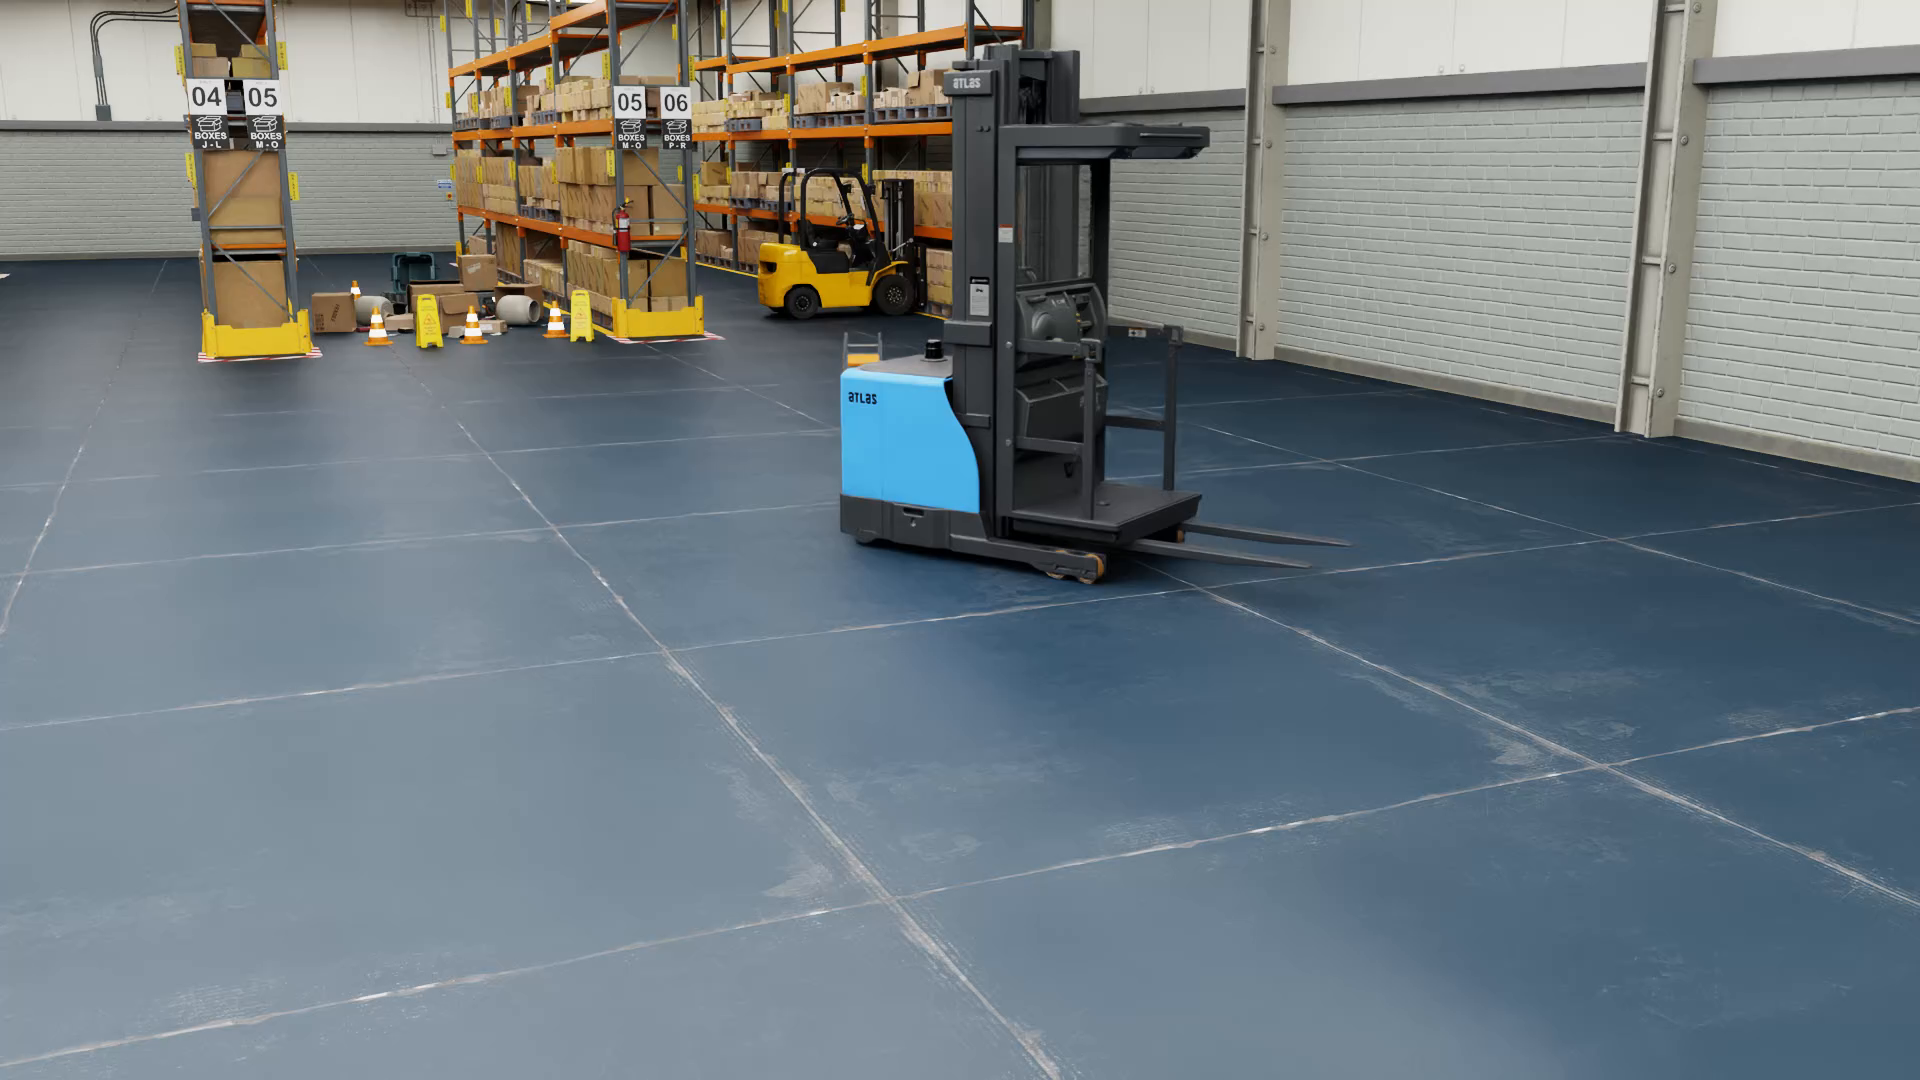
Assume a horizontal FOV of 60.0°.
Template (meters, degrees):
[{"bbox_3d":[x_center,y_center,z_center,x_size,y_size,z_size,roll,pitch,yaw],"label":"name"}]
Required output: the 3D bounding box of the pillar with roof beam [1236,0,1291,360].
[{"bbox_3d":[-0.437,-6.158,17.018,9.100,9.000,0.400,-6,14,-23],"label":"pillar with roof beam"}]

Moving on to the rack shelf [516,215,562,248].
[{"bbox_3d":[-6.393,-5.078,27.254,1.077,0.370,4.000,-6,14,-23],"label":"rack shelf"}]

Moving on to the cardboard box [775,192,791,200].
[{"bbox_3d":[-3.262,-6.474,31.316,0.380,0.149,0.250,-5,14,-22],"label":"cardboard box"}]

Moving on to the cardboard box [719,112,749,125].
[{"bbox_3d":[-4.673,-8.728,34.447,0.500,0.250,0.500,-6,14,-23],"label":"cardboard box"}]

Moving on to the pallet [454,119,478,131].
[{"bbox_3d":[-10.092,-8.760,35.113,1.003,0.211,1.213,-6,14,-23],"label":"pallet"}]

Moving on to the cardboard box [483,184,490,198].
[{"bbox_3d":[-8.879,-6.722,31.986,0.500,0.250,0.500,-6,14,-25],"label":"cardboard box"}]

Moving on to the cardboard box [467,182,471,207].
[{"bbox_3d":[-9.838,-7.107,34.205,0.500,0.500,0.500,-5,14,-21],"label":"cardboard box"}]

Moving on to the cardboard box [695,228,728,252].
[{"bbox_3d":[-5.694,-6.797,37.691,0.797,0.503,0.637,-6,14,-25],"label":"cardboard box"}]

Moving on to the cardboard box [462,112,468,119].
[{"bbox_3d":[-10.174,-8.841,34.670,0.380,0.149,0.250,-5,14,-21],"label":"cardboard box"}]

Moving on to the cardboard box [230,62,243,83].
[{"bbox_3d":[-8.647,-5.735,20.365,0.500,0.250,0.500,-6,14,-24],"label":"cardboard box"}]

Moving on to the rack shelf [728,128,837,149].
[{"bbox_3d":[-3.449,-7.815,32.427,1.077,0.370,4.000,-6,14,-23],"label":"rack shelf"}]

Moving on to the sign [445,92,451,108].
[{"bbox_3d":[-10.910,-9.371,35.442,0.100,0.325,0.005,-6,14,-23],"label":"sign"}]

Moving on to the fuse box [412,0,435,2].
[{"bbox_3d":[-12.900,-13.111,39.964,0.513,0.334,0.176,-6,14,-23],"label":"fuse box"}]

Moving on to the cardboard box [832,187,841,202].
[{"bbox_3d":[-1.889,-5.925,28.542,0.500,0.250,0.500,-5,14,-22],"label":"cardboard box"}]

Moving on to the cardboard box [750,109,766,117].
[{"bbox_3d":[-3.856,-8.297,32.316,0.380,0.149,0.250,-5,14,-22],"label":"cardboard box"}]

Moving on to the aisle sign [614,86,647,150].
[{"bbox_3d":[-4.231,-5.416,21.355,0.394,0.787,0.004,-6,14,-23],"label":"aisle sign"}]

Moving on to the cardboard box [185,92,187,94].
[{"bbox_3d":[-9.132,-5.456,20.045,0.380,0.149,0.250,-5,14,-22],"label":"cardboard box"}]

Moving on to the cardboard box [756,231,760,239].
[{"bbox_3d":[-3.867,-6.109,33.288,0.380,0.149,0.250,-6,14,-23],"label":"cardboard box"}]

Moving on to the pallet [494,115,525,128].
[{"bbox_3d":[-7.501,-7.339,29.195,1.213,0.211,1.003,-5,14,-20],"label":"pallet"}]

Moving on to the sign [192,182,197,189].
[{"bbox_3d":[-10.580,-5.022,23.023,0.100,0.325,0.005,-6,14,-23],"label":"sign"}]

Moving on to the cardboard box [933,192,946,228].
[{"bbox_3d":[-0.080,-4.873,24.549,0.500,0.500,0.500,-5,14,-21],"label":"cardboard box"}]

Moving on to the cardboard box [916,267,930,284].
[{"bbox_3d":[-0.342,-4.028,25.180,0.500,0.250,0.500,-6,14,-24],"label":"cardboard box"}]

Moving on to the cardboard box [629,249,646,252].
[{"bbox_3d":[-4.904,-4.043,24.689,0.500,0.500,0.500,-5,14,-22],"label":"cardboard box"}]

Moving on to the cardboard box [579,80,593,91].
[{"bbox_3d":[-5.041,-6.273,22.959,0.380,0.149,0.250,-5,14,-22],"label":"cardboard box"}]

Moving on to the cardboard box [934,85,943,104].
[{"bbox_3d":[-0.155,-6.483,24.223,0.396,0.266,0.258,-6,14,-23],"label":"cardboard box"}]

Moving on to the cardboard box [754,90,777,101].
[{"bbox_3d":[-3.928,-8.948,33.551,0.396,0.266,0.258,-6,14,-23],"label":"cardboard box"}]

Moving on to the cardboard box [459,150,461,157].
[{"bbox_3d":[-10.341,-8.136,34.994,0.380,0.149,0.250,-5,14,-21],"label":"cardboard box"}]

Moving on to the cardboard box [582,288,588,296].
[{"bbox_3d":[-5.164,-3.515,24.073,0.500,0.250,0.500,-6,14,-24],"label":"cardboard box"}]

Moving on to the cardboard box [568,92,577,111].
[{"bbox_3d":[-5.263,-6.223,23.624,0.500,0.250,0.500,-5,14,-22],"label":"cardboard box"}]

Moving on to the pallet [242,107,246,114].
[{"bbox_3d":[-10.499,-6.100,23.848,0.805,0.209,1.217,-6,14,-25],"label":"pallet"}]

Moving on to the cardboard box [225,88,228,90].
[{"bbox_3d":[-10.148,-6.208,22.406,0.500,0.250,0.500,-6,14,-23],"label":"cardboard box"}]

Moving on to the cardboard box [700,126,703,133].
[{"bbox_3d":[-5.413,-8.870,35.948,0.380,0.149,0.250,-6,14,-23],"label":"cardboard box"}]

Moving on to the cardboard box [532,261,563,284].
[{"bbox_3d":[-6.674,-4.497,28.043,0.950,0.372,0.625,-6,14,-24],"label":"cardboard box"}]

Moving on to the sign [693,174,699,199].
[{"bbox_3d":[-3.493,-4.660,21.931,0.100,0.325,0.005,-6,14,-23],"label":"sign"}]

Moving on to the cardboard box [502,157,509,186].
[{"bbox_3d":[-7.854,-6.566,29.648,0.500,0.500,0.500,-5,14,-22],"label":"cardboard box"}]

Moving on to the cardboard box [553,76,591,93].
[{"bbox_3d":[-5.941,-6.960,25.430,0.500,0.250,0.500,-5,14,-22],"label":"cardboard box"}]

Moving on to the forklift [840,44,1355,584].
[{"bbox_3d":[0.767,-1.319,9.570,3.031,2.935,1.130,9,16,33],"label":"forklift"}]

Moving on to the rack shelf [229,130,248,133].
[{"bbox_3d":[-10.888,-6.071,24.893,1.077,0.370,4.000,-6,14,-23],"label":"rack shelf"}]

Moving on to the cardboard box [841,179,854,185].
[{"bbox_3d":[-1.782,-6.029,28.107,0.380,0.149,0.250,-6,14,-25],"label":"cardboard box"}]

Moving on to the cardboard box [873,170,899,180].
[{"bbox_3d":[-1.190,-5.881,26.809,0.380,0.149,0.250,-5,14,-22],"label":"cardboard box"}]

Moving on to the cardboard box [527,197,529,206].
[{"bbox_3d":[-7.085,-5.718,28.048,0.380,0.149,0.250,-7,15,-27],"label":"cardboard box"}]

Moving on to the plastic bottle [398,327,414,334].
[{"bbox_3d":[-7.514,-2.836,22.490,0.133,0.061,0.283,-12,18,-42],"label":"plastic bottle"}]

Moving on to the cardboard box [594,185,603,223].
[{"bbox_3d":[-4.656,-4.574,22.597,0.500,0.500,0.500,-6,14,-23],"label":"cardboard box"}]

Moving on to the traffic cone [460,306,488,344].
[{"bbox_3d":[-6.225,-2.755,21.246,0.336,0.463,0.334,-6,14,-23],"label":"traffic cone"}]

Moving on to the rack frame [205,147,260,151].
[{"bbox_3d":[-13.292,-6.200,30.507,1.000,3.000,0.127,-6,14,-23],"label":"rack frame"}]

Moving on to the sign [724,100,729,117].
[{"bbox_3d":[-4.744,-8.780,33.854,0.100,0.325,0.005,-6,14,-23],"label":"sign"}]

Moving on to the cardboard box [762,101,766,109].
[{"bbox_3d":[-3.576,-8.331,31.848,0.380,0.149,0.250,-6,14,-23],"label":"cardboard box"}]

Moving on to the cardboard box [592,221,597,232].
[{"bbox_3d":[-4.912,-4.382,23.210,0.380,0.149,0.250,-6,14,-24],"label":"cardboard box"}]

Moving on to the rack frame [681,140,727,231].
[{"bbox_3d":[-5.852,-7.944,38.040,1.000,3.000,0.127,-6,14,-23],"label":"rack frame"}]

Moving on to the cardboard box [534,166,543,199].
[{"bbox_3d":[-6.599,-5.806,26.990,0.500,0.500,0.500,-6,14,-25],"label":"cardboard box"}]

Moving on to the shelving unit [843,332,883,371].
[{"bbox_3d":[-0.626,-0.729,10.860,0.258,1.200,0.503,-1,13,-3],"label":"shelving unit"}]
